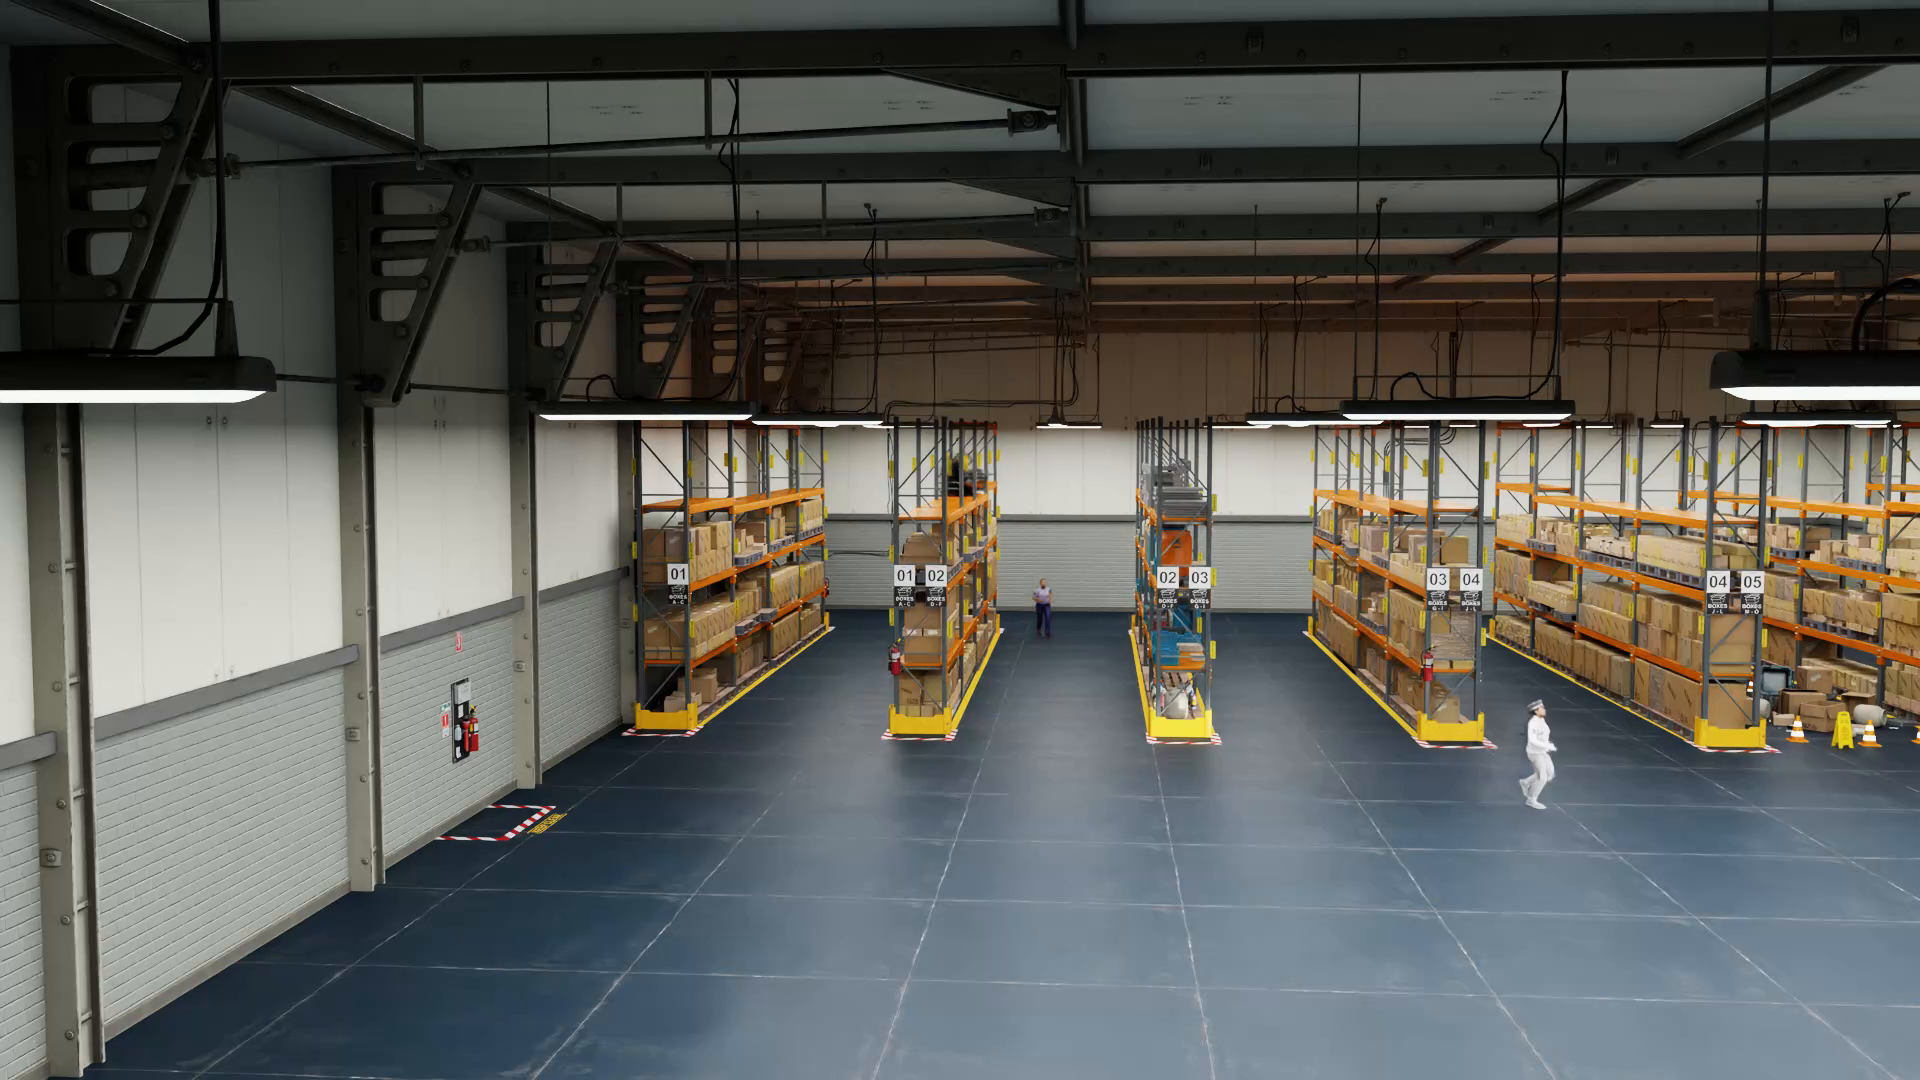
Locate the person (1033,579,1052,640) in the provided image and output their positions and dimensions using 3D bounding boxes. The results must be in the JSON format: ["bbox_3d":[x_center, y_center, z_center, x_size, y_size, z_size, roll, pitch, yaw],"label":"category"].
[{"bbox_3d":[2.294,1.902,46.186,0.581,1.679,0.903,0,4,-7],"label":"person"}]

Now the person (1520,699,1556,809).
[{"bbox_3d":[8.803,3.243,25.306,0.561,1.665,0.658,2,4,32],"label":"person"}]
